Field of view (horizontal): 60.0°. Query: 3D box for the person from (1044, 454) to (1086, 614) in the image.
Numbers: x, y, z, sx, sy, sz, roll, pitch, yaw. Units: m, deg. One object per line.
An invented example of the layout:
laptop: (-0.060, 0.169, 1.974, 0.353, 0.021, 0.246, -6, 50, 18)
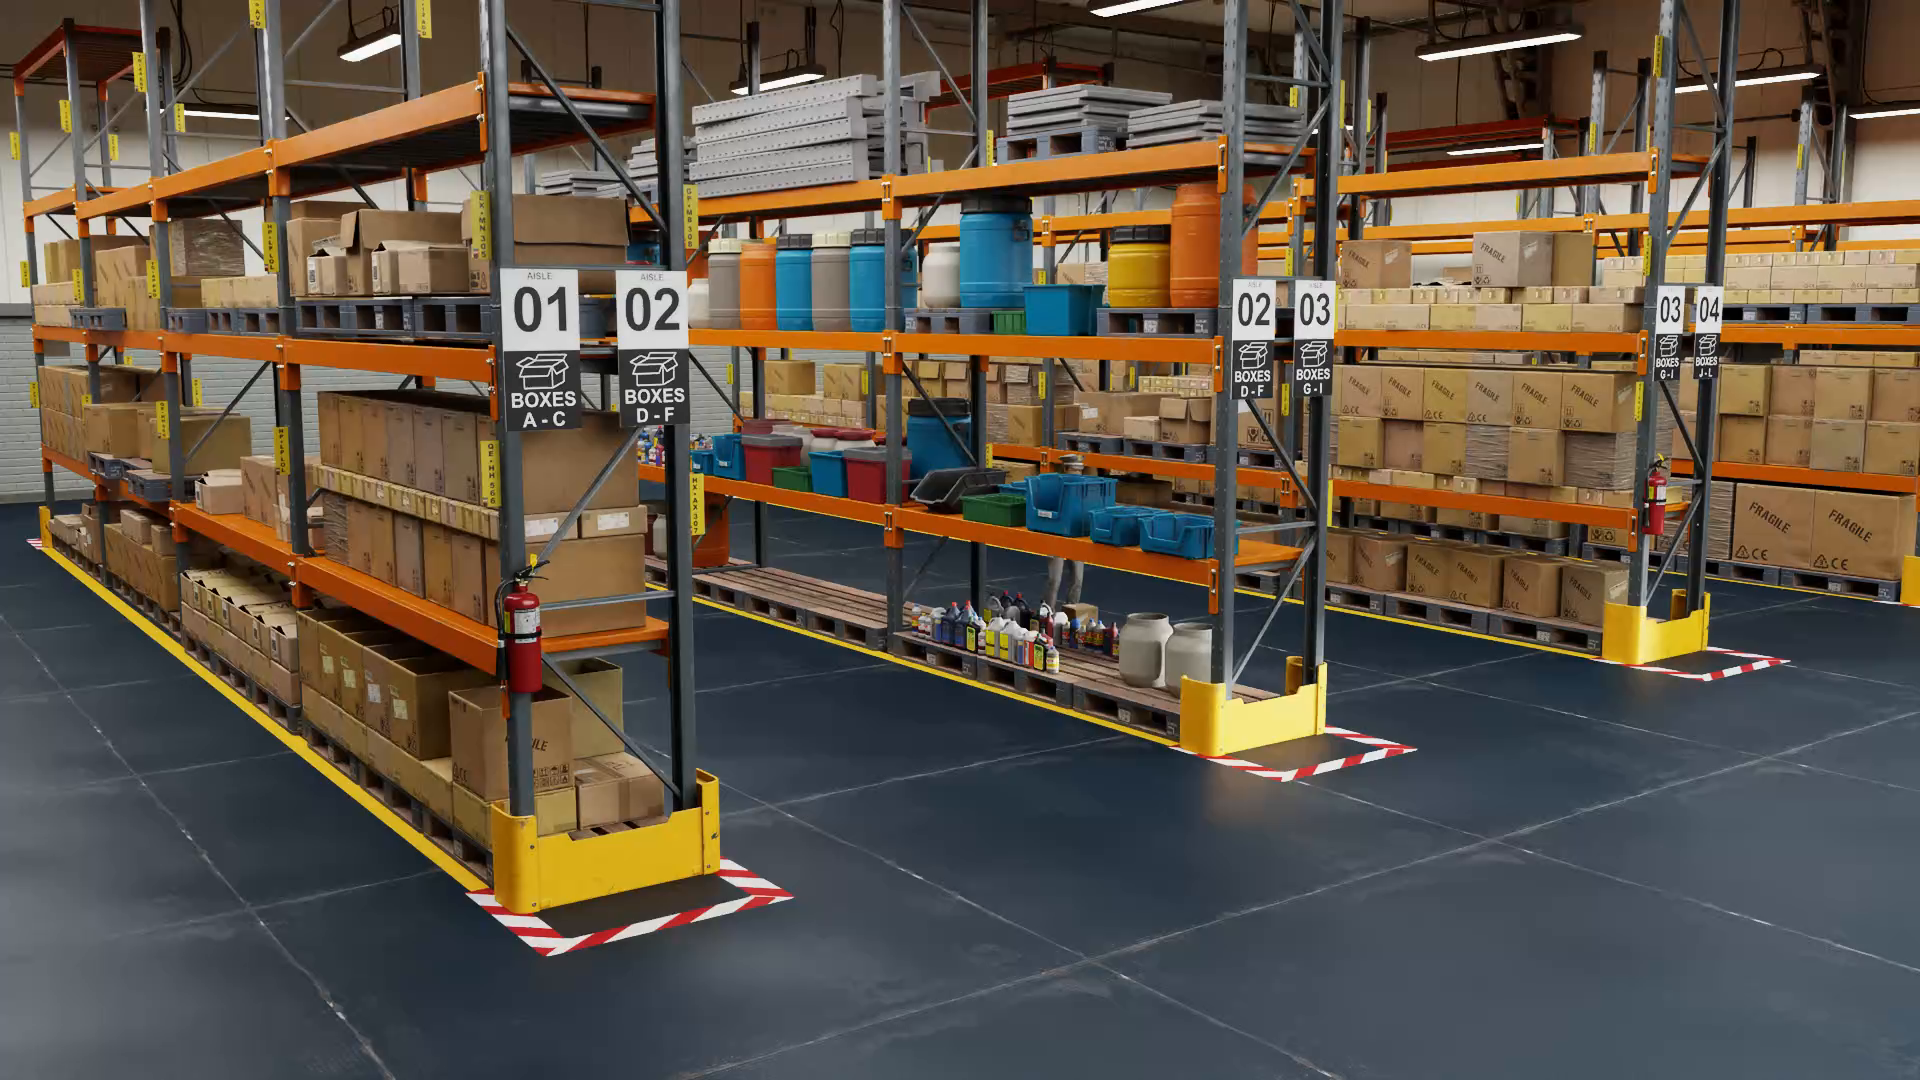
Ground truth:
person: (1.010, 0.014, 15.689, 0.542, 1.665, 0.373, -4, 9, -29)
